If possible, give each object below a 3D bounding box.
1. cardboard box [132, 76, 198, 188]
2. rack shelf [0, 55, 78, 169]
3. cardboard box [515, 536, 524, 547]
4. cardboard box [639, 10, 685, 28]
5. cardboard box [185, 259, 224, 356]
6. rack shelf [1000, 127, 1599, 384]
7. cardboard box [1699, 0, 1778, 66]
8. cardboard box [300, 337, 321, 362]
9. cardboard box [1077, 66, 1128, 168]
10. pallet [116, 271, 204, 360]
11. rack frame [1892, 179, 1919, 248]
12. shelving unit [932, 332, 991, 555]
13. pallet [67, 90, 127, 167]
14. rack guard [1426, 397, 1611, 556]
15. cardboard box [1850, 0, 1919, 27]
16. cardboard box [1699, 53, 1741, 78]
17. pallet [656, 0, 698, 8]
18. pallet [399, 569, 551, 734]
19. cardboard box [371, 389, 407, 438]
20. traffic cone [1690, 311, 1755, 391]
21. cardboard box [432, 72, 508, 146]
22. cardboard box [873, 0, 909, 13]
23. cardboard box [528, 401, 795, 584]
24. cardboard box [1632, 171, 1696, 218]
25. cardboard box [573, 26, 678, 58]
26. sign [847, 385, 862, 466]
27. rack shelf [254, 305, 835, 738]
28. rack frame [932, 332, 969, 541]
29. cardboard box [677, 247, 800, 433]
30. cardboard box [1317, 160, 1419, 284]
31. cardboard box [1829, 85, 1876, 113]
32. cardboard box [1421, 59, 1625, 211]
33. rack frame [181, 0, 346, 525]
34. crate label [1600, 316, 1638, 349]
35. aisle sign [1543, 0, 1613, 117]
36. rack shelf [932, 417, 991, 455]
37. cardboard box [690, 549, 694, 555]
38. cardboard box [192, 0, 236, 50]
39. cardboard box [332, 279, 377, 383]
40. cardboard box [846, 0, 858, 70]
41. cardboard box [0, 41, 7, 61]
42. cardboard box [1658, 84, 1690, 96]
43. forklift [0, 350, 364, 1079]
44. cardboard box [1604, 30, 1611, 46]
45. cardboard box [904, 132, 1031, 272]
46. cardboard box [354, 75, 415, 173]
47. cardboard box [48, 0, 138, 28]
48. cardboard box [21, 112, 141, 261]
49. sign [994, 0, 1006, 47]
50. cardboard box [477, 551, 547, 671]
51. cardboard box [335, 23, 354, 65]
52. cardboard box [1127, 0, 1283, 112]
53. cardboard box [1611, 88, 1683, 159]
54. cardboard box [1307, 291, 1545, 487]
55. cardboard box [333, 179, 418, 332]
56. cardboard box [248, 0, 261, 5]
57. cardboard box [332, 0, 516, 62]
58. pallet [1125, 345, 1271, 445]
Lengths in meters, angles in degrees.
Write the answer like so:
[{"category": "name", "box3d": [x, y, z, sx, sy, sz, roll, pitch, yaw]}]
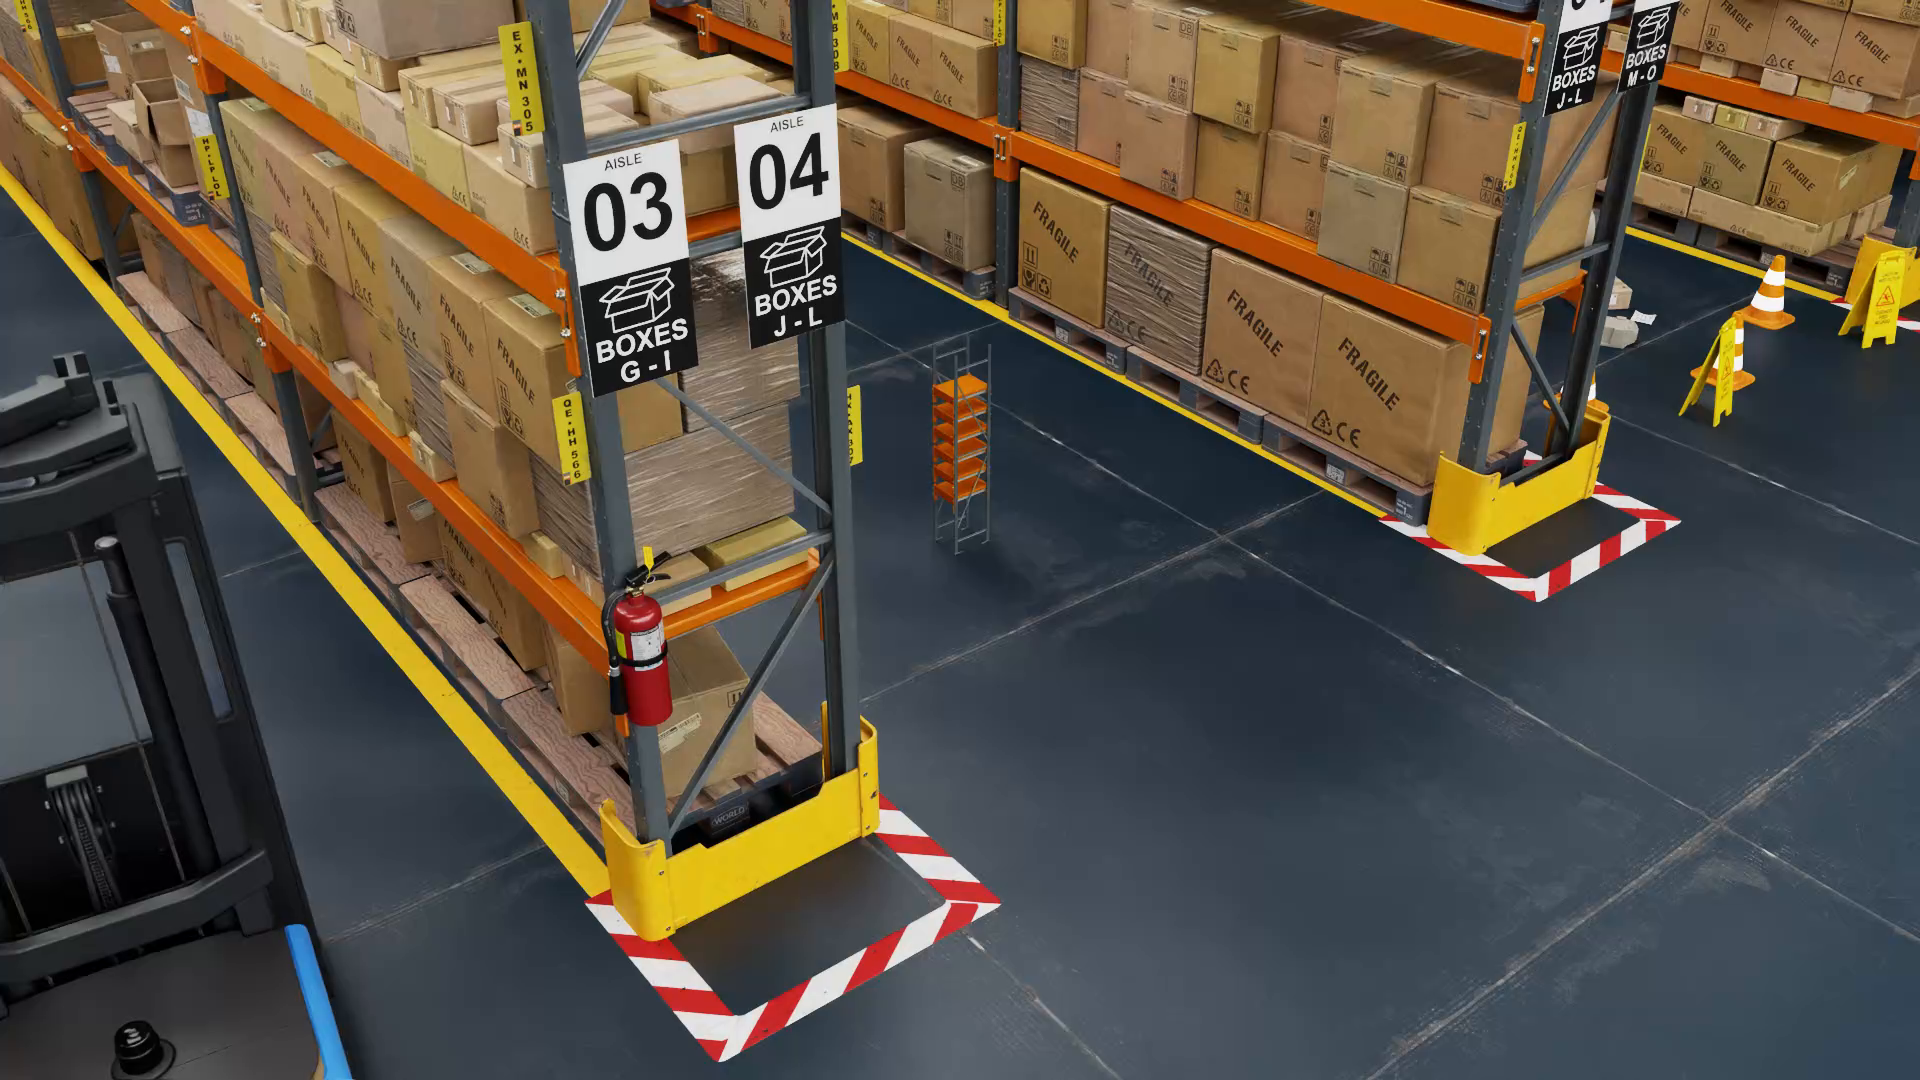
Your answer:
[{"category": "cardboard box", "box3d": [-4.433, -2.463, 9.876, 0.797, 0.503, 0.637, -18, 36, -27]}, {"category": "rack shelf", "box3d": [-6.976, -3.743, 13.115, 1.077, 0.370, 4.000, -22, 38, -31]}, {"category": "cardboard box", "box3d": [-1.670, -0.127, 6.850, 0.380, 0.149, 0.250, -22, 38, -31]}, {"category": "cardboard box", "box3d": [-2.714, -4.620, 15.106, 0.500, 0.250, 0.500, -22, 38, -31]}, {"category": "cardboard box", "box3d": [-4.620, -1.606, 10.945, 0.700, 0.500, 0.500, -19, 37, -28]}, {"category": "rack shelf", "box3d": [1.910, -1.971, 10.263, 1.077, 0.370, 4.000, -22, 38, -31]}, {"category": "cardboard box", "box3d": [5.826, -3.813, 12.169, 0.500, 0.500, 0.500, -22, 38, -32]}, {"category": "cardboard box", "box3d": [-3.084, -1.051, 8.337, 0.380, 0.149, 0.250, -22, 38, -31]}, {"category": "cardboard box", "box3d": [1.274, -2.802, 10.777, 0.875, 0.550, 0.550, -22, 38, -31]}, {"category": "pallet", "box3d": [-5.271, -1.704, 11.794, 1.003, 0.211, 1.213, -22, 38, -31]}, {"category": "rack frame", "box3d": [6.984, -3.087, 11.377, 1.000, 3.000, 0.127, -22, 38, -31]}, {"category": "shelving unit", "box3d": [0.009, -0.504, 8.924, 0.258, 1.200, 0.189, -22, 38, -31]}, {"category": "pallet", "box3d": [-5.228, -2.871, 11.211, 1.213, 0.211, 1.003, -22, 38, -31]}, {"category": "rack guard", "box3d": [3.151, -0.372, 9.374, 1.175, 0.500, 0.348, -22, 38, -31]}, {"category": "cardboard box", "box3d": [6.499, -3.823, 11.238, 0.700, 0.500, 0.500, -23, 39, -33]}, {"category": "cardboard box", "box3d": [5.746, -3.577, 12.405, 0.380, 0.149, 0.250, -23, 38, -32]}, {"category": "pallet", "box3d": [-2.291, -4.959, 14.573, 1.213, 0.211, 1.003, -22, 38, -31]}, {"category": "pallet", "box3d": [-2.105, 0.414, 8.383, 1.003, 0.211, 1.213, -22, 38, -31]}, {"category": "cardboard box", "box3d": [-2.472, -0.633, 7.665, 0.380, 0.149, 0.250, -22, 38, -31]}, {"category": "traffic cone", "box3d": [5.033, -1.270, 10.857, 0.336, 0.463, 0.334, -22, 38, -31]}, {"category": "cardboard box", "box3d": [-1.582, -1.500, 5.744, 0.380, 0.149, 0.250, -24, 39, -33]}, {"category": "cardboard box", "box3d": [-0.252, -4.207, 12.139, 0.700, 0.500, 0.500, -22, 38, -31]}, {"category": "cardboard box", "box3d": [-1.159, -0.288, 6.494, 0.875, 0.500, 0.500, -22, 38, -31]}, {"category": "cardboard box", "box3d": [5.639, -2.782, 13.094, 0.500, 0.250, 0.500, -24, 39, -33]}, {"category": "cardboard box", "box3d": [-1.275, -1.792, 6.213, 0.380, 0.149, 0.250, -21, 37, -30]}, {"category": "sign", "box3d": [-0.415, -0.424, 6.269, 0.100, 0.325, 0.005, -22, 38, -31]}, {"category": "rack shelf", "box3d": [-2.070, -0.409, 7.747, 1.077, 0.370, 4.000, -22, 38, -31]}, {"category": "rack frame", "box3d": [-0.047, -0.542, 8.985, 0.240, 1.200, 0.006, -22, 38, -31]}, {"category": "cardboard box", "box3d": [-0.966, -0.792, 6.358, 0.500, 0.500, 0.500, -22, 38, -31]}, {"category": "cardboard box", "box3d": [2.518, -1.869, 9.275, 0.875, 0.550, 0.550, -22, 38, -31]}, {"category": "cardboard box", "box3d": [6.343, -3.137, 11.695, 0.380, 0.149, 0.250, -23, 38, -32]}, {"category": "cardboard box", "box3d": [2.939, -2.133, 8.676, 0.875, 0.550, 0.550, -22, 38, -31]}, {"category": "rack frame", "box3d": [-3.297, -1.548, 8.899, 1.000, 3.000, 0.127, -22, 38, -31]}, {"category": "crate label", "box3d": [4.502, -1.440, 11.438, 0.298, 0.136, 0.250, 12, 34, 19]}, {"category": "aisle sign", "box3d": [2.943, -2.421, 7.841, 0.394, 0.787, 0.004, -22, 38, -31]}, {"category": "rack shelf", "box3d": [0.009, -0.568, 8.884, 0.258, 0.103, 0.180, -22, 38, -31]}, {"category": "cardboard box", "box3d": [-0.968, -0.080, 6.775, 0.380, 0.149, 0.250, -22, 38, -31]}, {"category": "cardboard box", "box3d": [-3.223, -2.488, 7.712, 0.500, 0.250, 0.500, -24, 39, -33]}, {"category": "cardboard box", "box3d": [-2.405, -1.114, 7.823, 0.875, 0.500, 0.500, -22, 38, -31]}, {"category": "cardboard box", "box3d": [-0.781, -3.916, 12.617, 0.500, 0.500, 0.500, -23, 38, -32]}, {"category": "cardboard box", "box3d": [-7.181, -4.020, 12.785, 0.500, 0.500, 0.500, -21, 38, -31]}, {"category": "cardboard box", "box3d": [5.733, -3.500, 13.539, 0.500, 0.500, 0.500, -20, 37, -29]}, {"category": "forklift", "box3d": [-2.873, 0.672, 5.390, 1.130, 2.935, 3.031, -16, 35, -24]}, {"category": "cardboard box", "box3d": [5.166, -4.008, 13.098, 0.380, 0.149, 0.250, -22, 38, -32]}, {"category": "cardboard box", "box3d": [0.232, -2.563, 12.268, 1.050, 0.750, 0.750, -22, 38, -32]}, {"category": "cardboard box", "box3d": [-1.956, -1.634, 6.336, 0.500, 0.250, 0.500, -21, 38, -30]}, {"category": "cardboard box", "box3d": [-6.185, -3.994, 11.791, 0.797, 0.503, 0.637, -21, 37, -30]}, {"category": "cardboard box", "box3d": [-6.156, -2.785, 12.507, 1.225, 0.875, 0.875, -24, 39, -33]}, {"category": "sign", "box3d": [0.261, -3.389, 10.841, 0.100, 0.325, 0.005, -22, 38, -31]}, {"category": "cardboard box", "box3d": [-1.976, 0.232, 8.005, 0.500, 0.500, 0.500, -19, 36, -27]}, {"category": "cardboard box", "box3d": [-2.184, -1.949, 6.467, 0.380, 0.149, 0.250, -24, 39, -34]}, {"category": "cardboard box", "box3d": [1.534, -3.007, 10.083, 0.875, 0.550, 0.550, -22, 38, -31]}, {"category": "cardboard box", "box3d": [5.334, -3.314, 13.240, 0.500, 0.500, 0.500, -20, 37, -29]}, {"category": "cardboard box", "box3d": [2.668, -0.981, 9.601, 0.875, 0.875, 0.875, -22, 38, -31]}, {"category": "cardboard box", "box3d": [-2.292, -1.250, 7.096, 0.500, 0.500, 0.500, -22, 38, -31]}, {"category": "cardboard box", "box3d": [-2.974, -2.483, 7.327, 0.380, 0.149, 0.250, -22, 38, -31]}, {"category": "cardboard box", "box3d": [-1.994, -2.100, 6.095, 0.500, 0.500, 0.500, -22, 38, -31]}, {"category": "pallet", "box3d": [1.840, -1.075, 10.781, 1.003, 0.211, 1.213, -22, 38, -31]}]
